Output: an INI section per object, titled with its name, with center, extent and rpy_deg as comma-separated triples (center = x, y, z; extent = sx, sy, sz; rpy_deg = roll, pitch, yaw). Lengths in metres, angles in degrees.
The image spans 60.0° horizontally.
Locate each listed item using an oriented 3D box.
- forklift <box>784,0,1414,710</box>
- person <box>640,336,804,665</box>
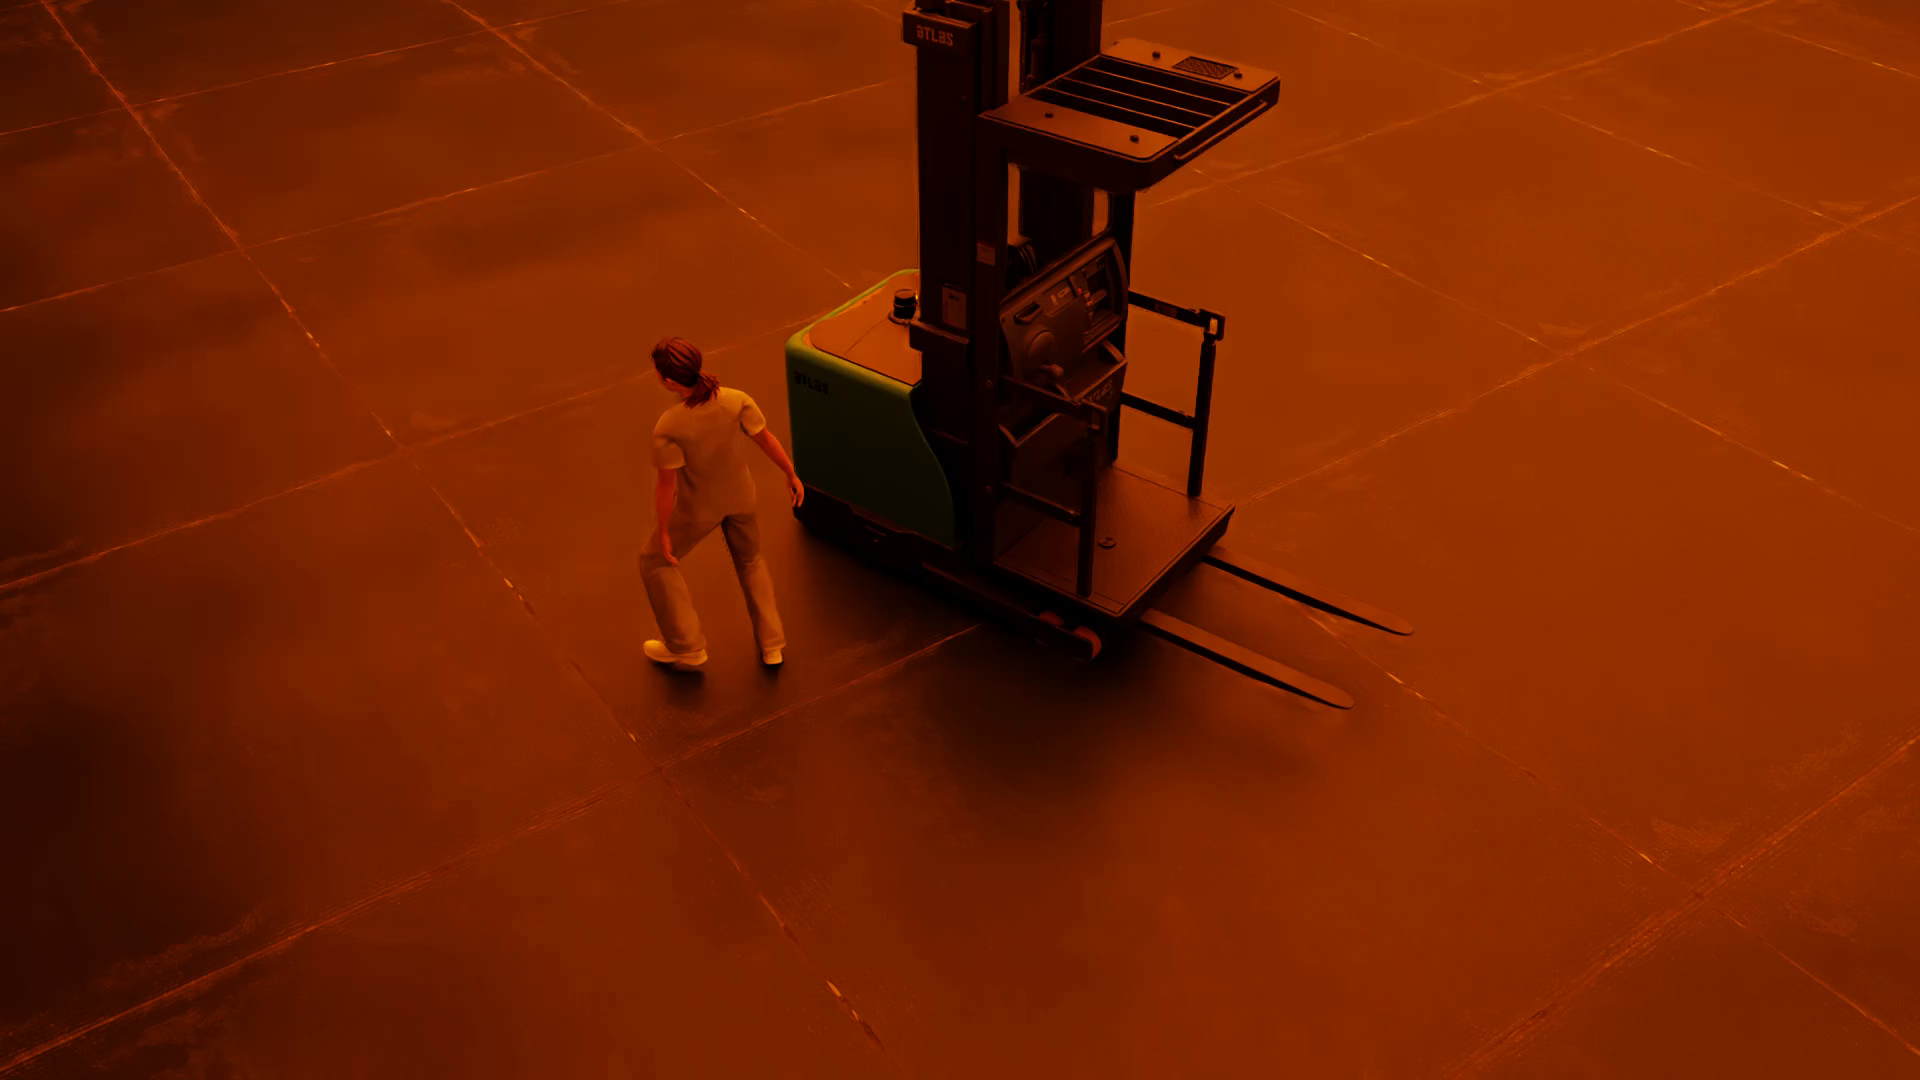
[forklift]
center = 0.634, -0.974, 7.262
extent = 3.031, 2.935, 1.130
rpy_deg = 24, 43, 28
[person]
center = -1.057, -0.132, 7.263
extent = 0.779, 1.649, 0.468
rpy_deg = -18, 40, -22
